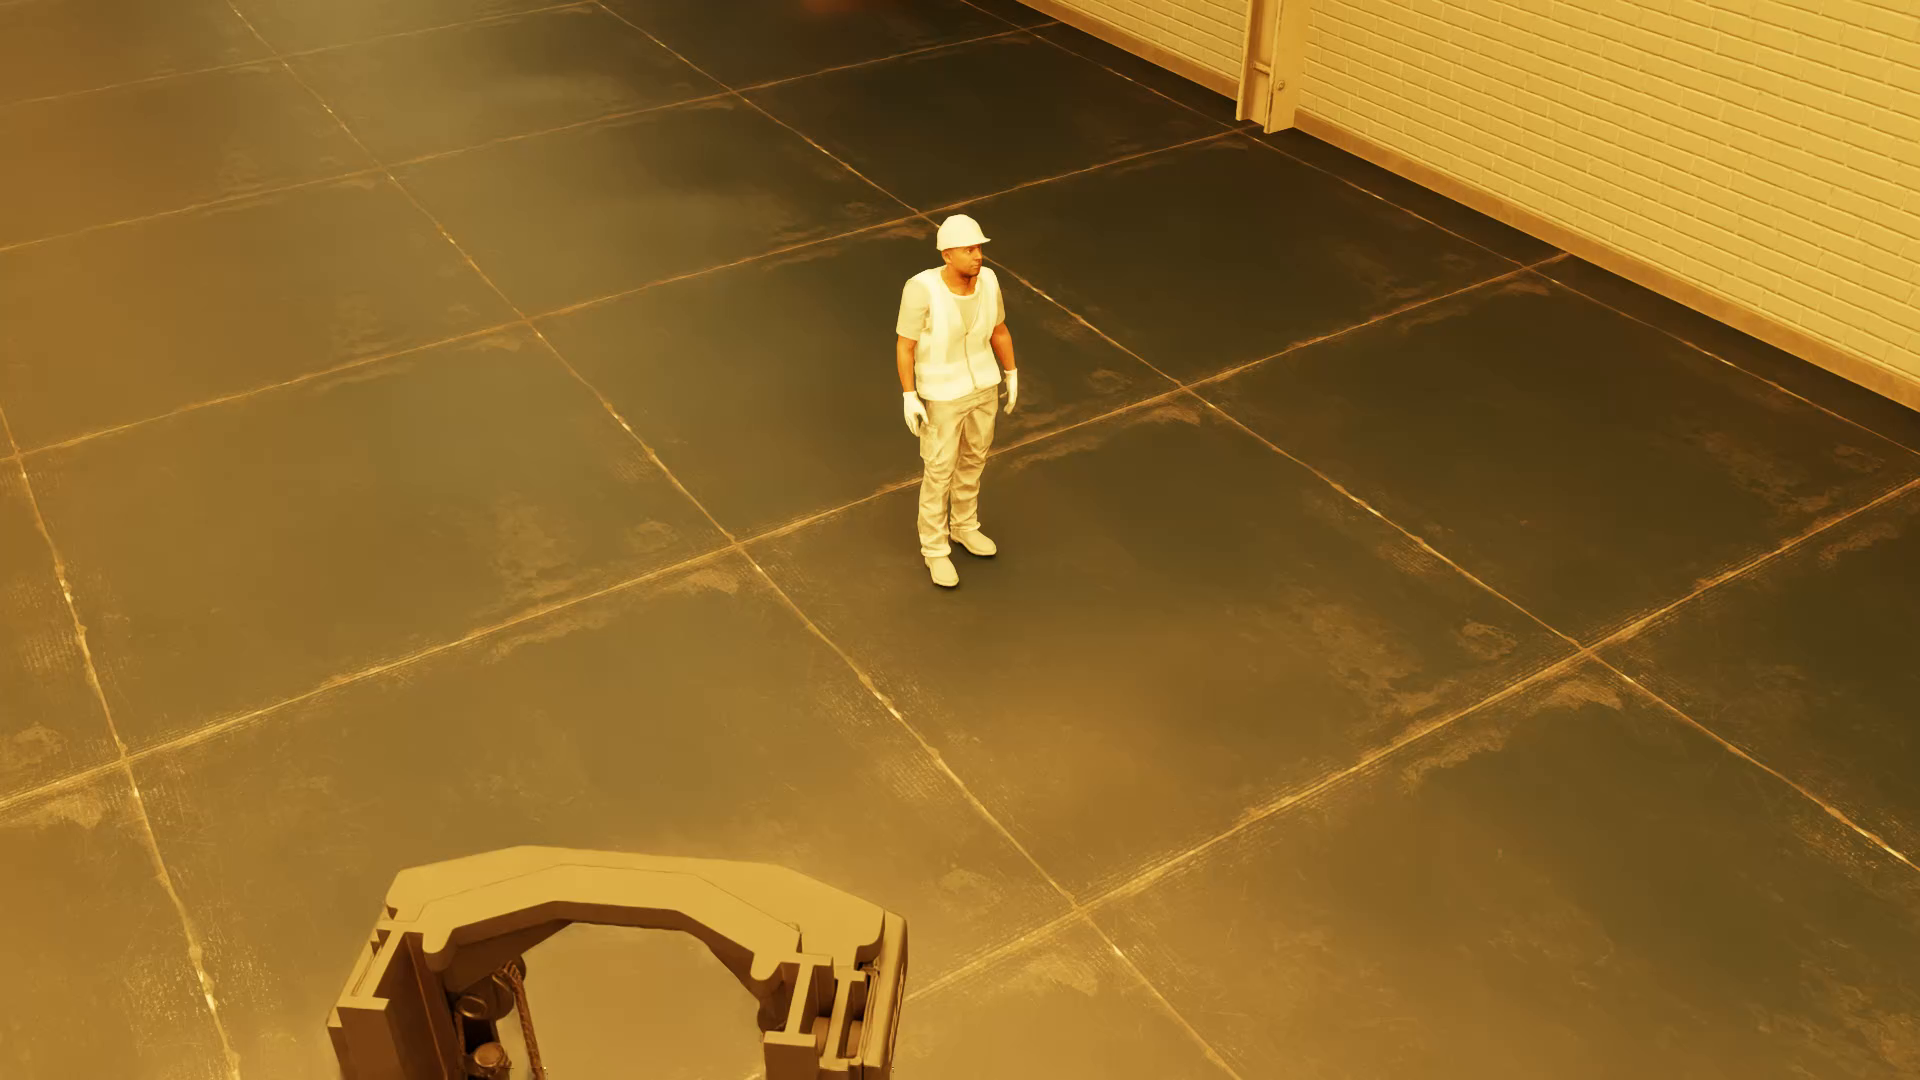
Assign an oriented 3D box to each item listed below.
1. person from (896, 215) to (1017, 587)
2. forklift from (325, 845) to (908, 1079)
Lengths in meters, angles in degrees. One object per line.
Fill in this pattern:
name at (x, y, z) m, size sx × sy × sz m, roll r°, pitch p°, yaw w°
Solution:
person at (0.031, -0.698, 8.127) m, size 0.656 × 1.782 × 0.577 m, roll -21°, pitch 40°, yaw -27°
forklift at (-0.627, 2.131, 3.114) m, size 1.130 × 2.935 × 3.031 m, roll 3°, pitch 35°, yaw 5°
